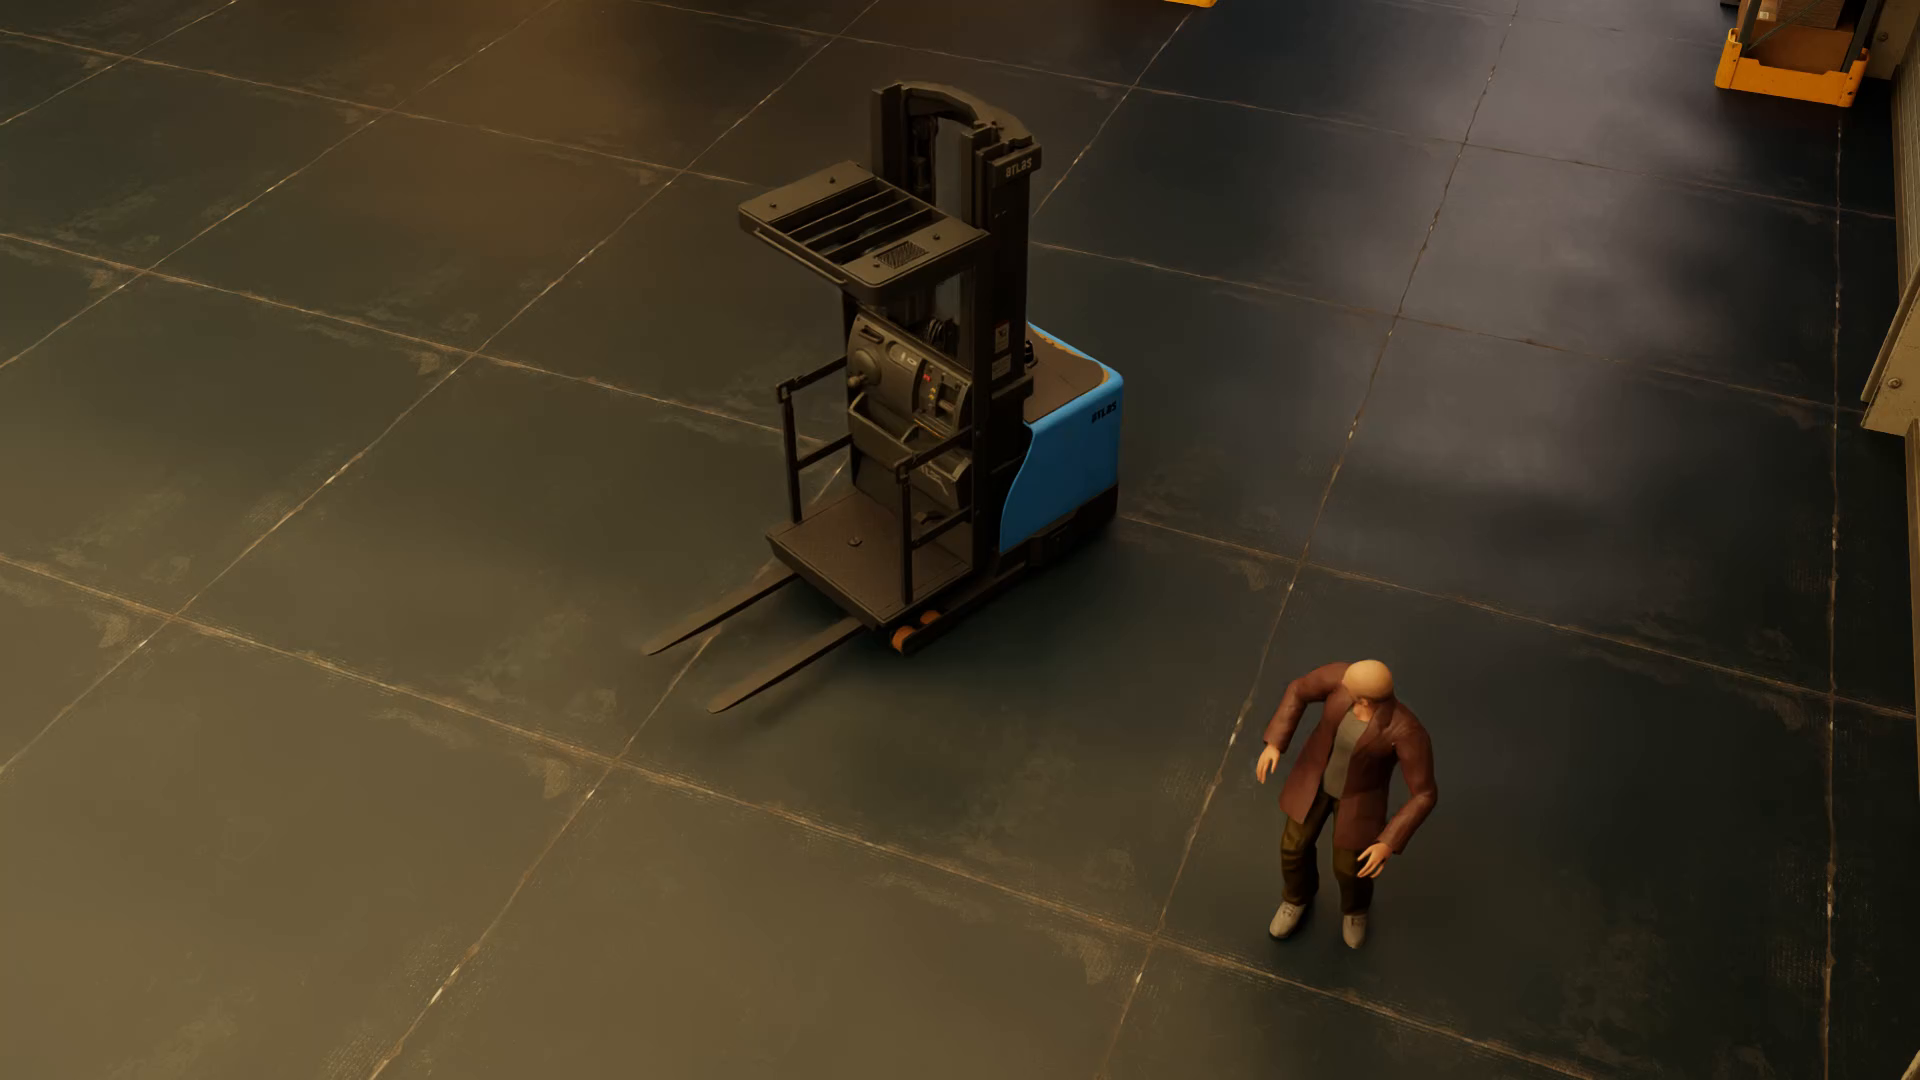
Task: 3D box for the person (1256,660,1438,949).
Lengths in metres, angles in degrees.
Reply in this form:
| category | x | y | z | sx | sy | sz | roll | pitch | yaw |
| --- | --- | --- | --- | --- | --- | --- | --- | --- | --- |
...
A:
| category | x | y | z | sx | sy | sz | roll | pitch | yaw |
| --- | --- | --- | --- | --- | --- | --- | --- | --- | --- |
| person | 1.717 | 1.206 | 7.552 | 0.829 | 1.736 | 0.644 | 27 | 47 | 28 |

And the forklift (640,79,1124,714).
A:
| category | x | y | z | sx | sy | sz | roll | pitch | yaw |
| --- | --- | --- | --- | --- | --- | --- | --- | --- | --- |
| forklift | -0.441 | -0.849 | 9.020 | 3.031 | 2.935 | 1.130 | -31 | 49 | -32 |
